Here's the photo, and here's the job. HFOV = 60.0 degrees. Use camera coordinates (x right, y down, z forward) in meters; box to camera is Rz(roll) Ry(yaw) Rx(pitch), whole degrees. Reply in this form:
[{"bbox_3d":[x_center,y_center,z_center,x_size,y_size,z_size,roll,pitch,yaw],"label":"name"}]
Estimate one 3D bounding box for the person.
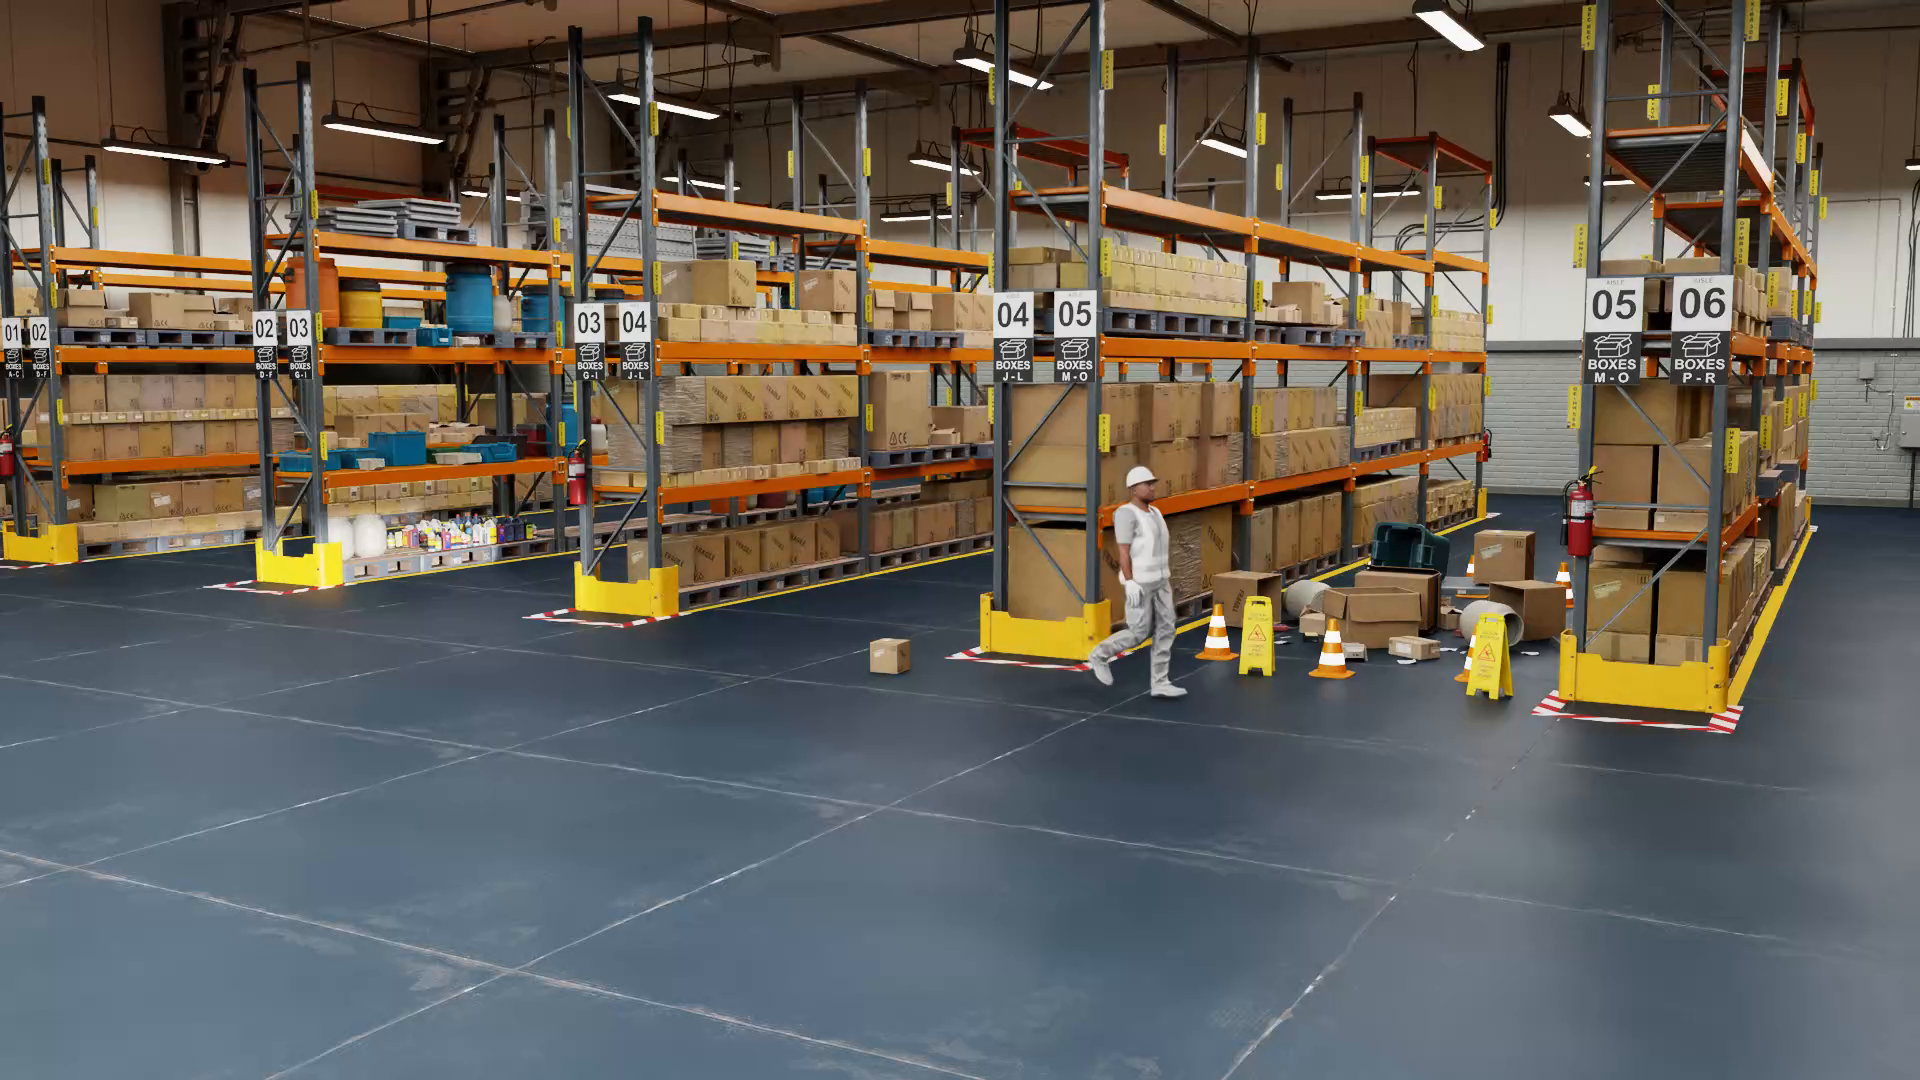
[{"bbox_3d":[1.378,0.319,12.796,0.795,1.765,0.548,5,8,40],"label":"person"}]
